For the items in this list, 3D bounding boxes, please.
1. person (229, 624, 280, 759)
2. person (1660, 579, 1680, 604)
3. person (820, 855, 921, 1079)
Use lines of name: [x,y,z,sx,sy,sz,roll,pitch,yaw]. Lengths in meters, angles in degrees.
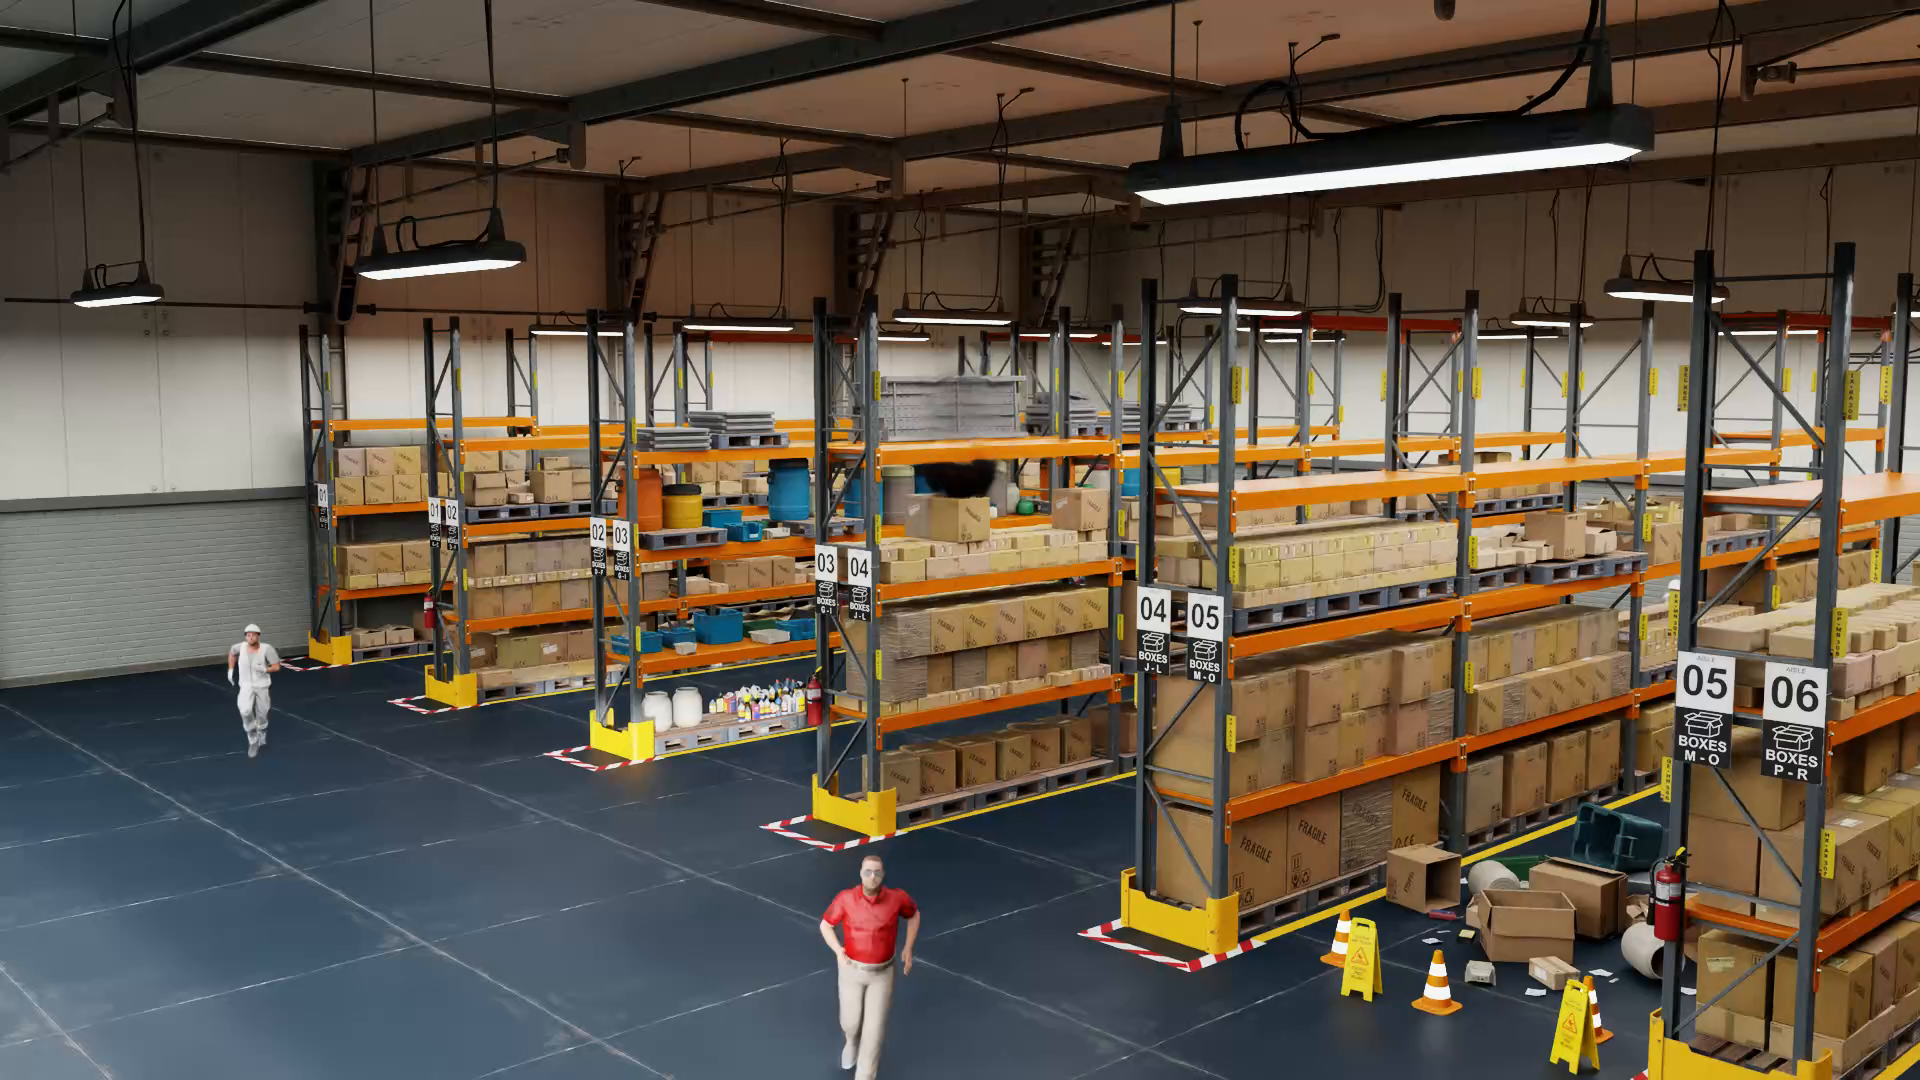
person: [-9.532,2.015,22.473,0.693,1.803,0.855,-1,6,-13]
person: [12.222,1.494,28.206,0.695,1.731,1.044,4,7,36]
person: [-0.652,3.108,11.889,0.703,1.732,0.994,0,6,4]
